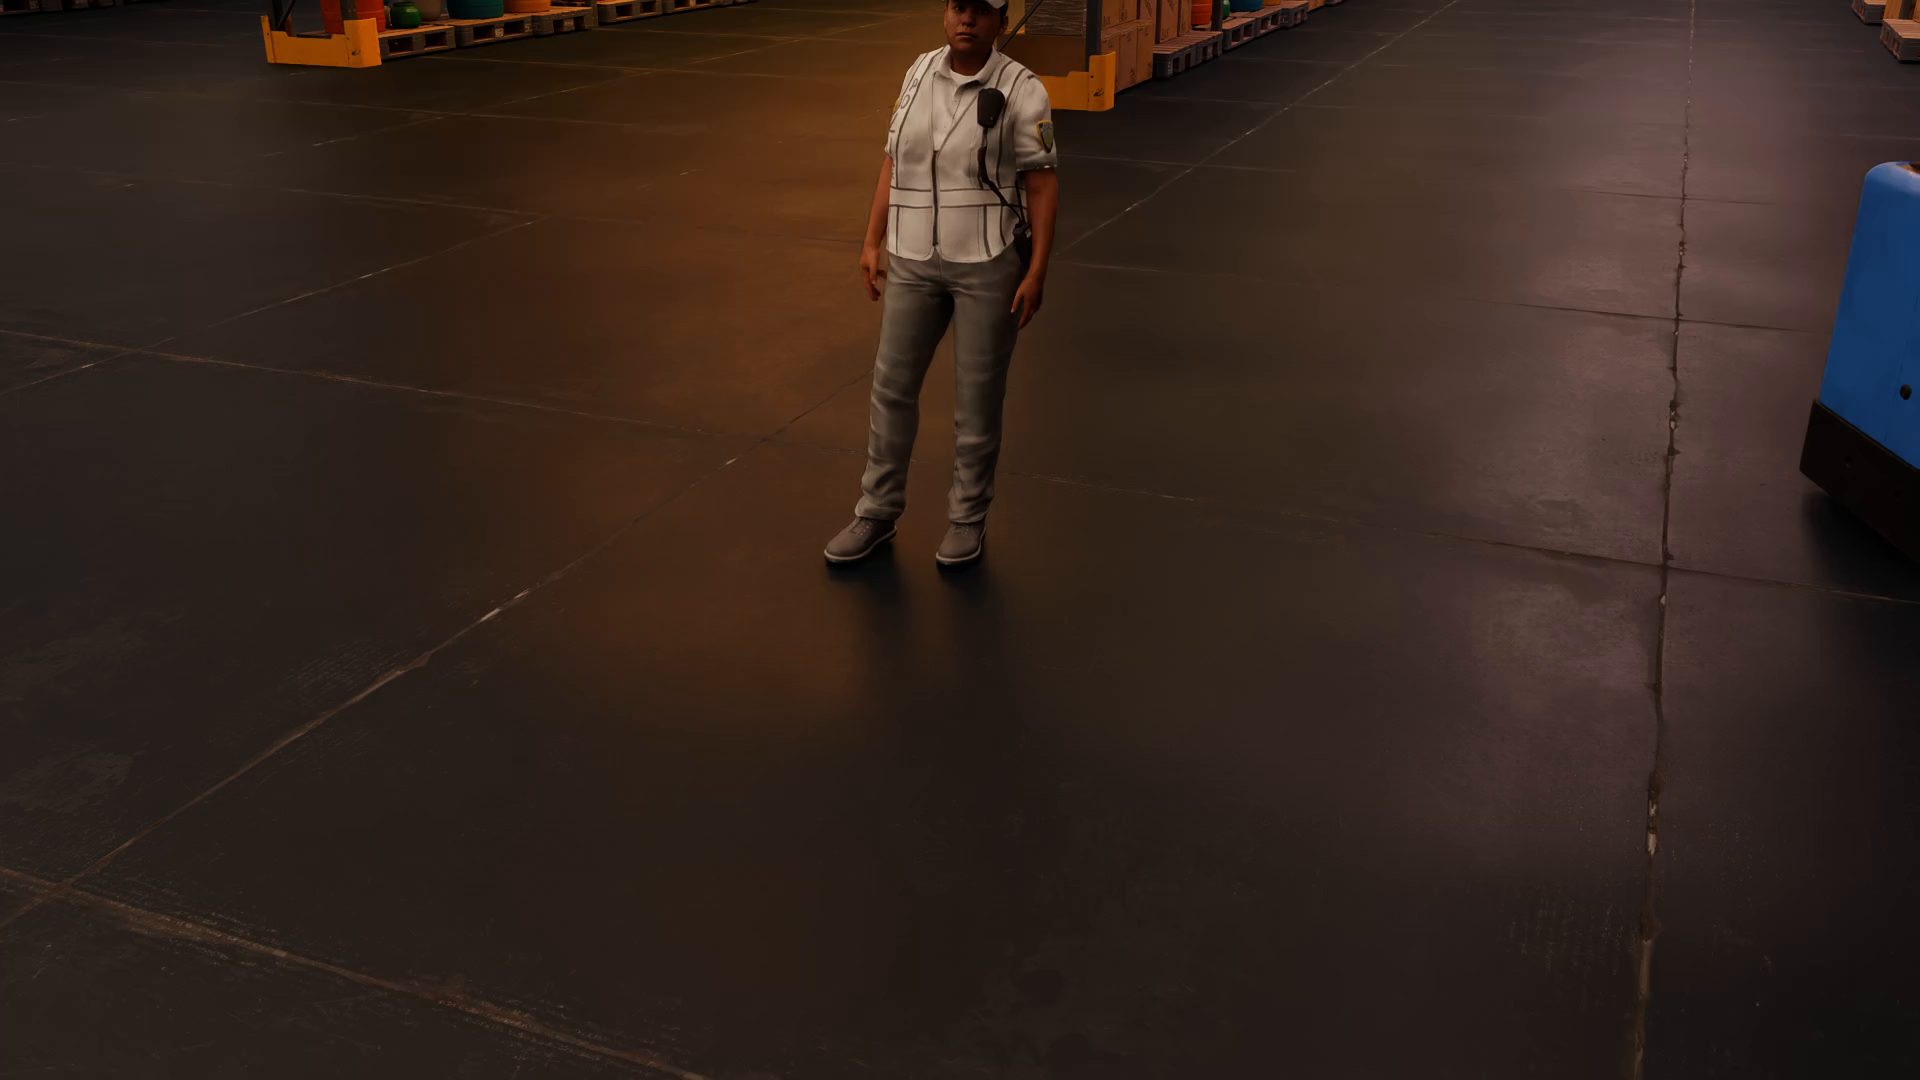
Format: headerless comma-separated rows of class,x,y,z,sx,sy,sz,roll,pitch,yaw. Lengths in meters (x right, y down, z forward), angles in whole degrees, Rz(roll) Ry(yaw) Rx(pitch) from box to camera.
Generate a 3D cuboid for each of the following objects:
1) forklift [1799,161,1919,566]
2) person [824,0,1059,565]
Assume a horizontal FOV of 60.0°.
forklift,4.251,-1.326,4.465,3.031,2.935,1.130,1,23,1
person,-0.050,-0.752,4.711,0.599,1.670,0.529,9,24,21
